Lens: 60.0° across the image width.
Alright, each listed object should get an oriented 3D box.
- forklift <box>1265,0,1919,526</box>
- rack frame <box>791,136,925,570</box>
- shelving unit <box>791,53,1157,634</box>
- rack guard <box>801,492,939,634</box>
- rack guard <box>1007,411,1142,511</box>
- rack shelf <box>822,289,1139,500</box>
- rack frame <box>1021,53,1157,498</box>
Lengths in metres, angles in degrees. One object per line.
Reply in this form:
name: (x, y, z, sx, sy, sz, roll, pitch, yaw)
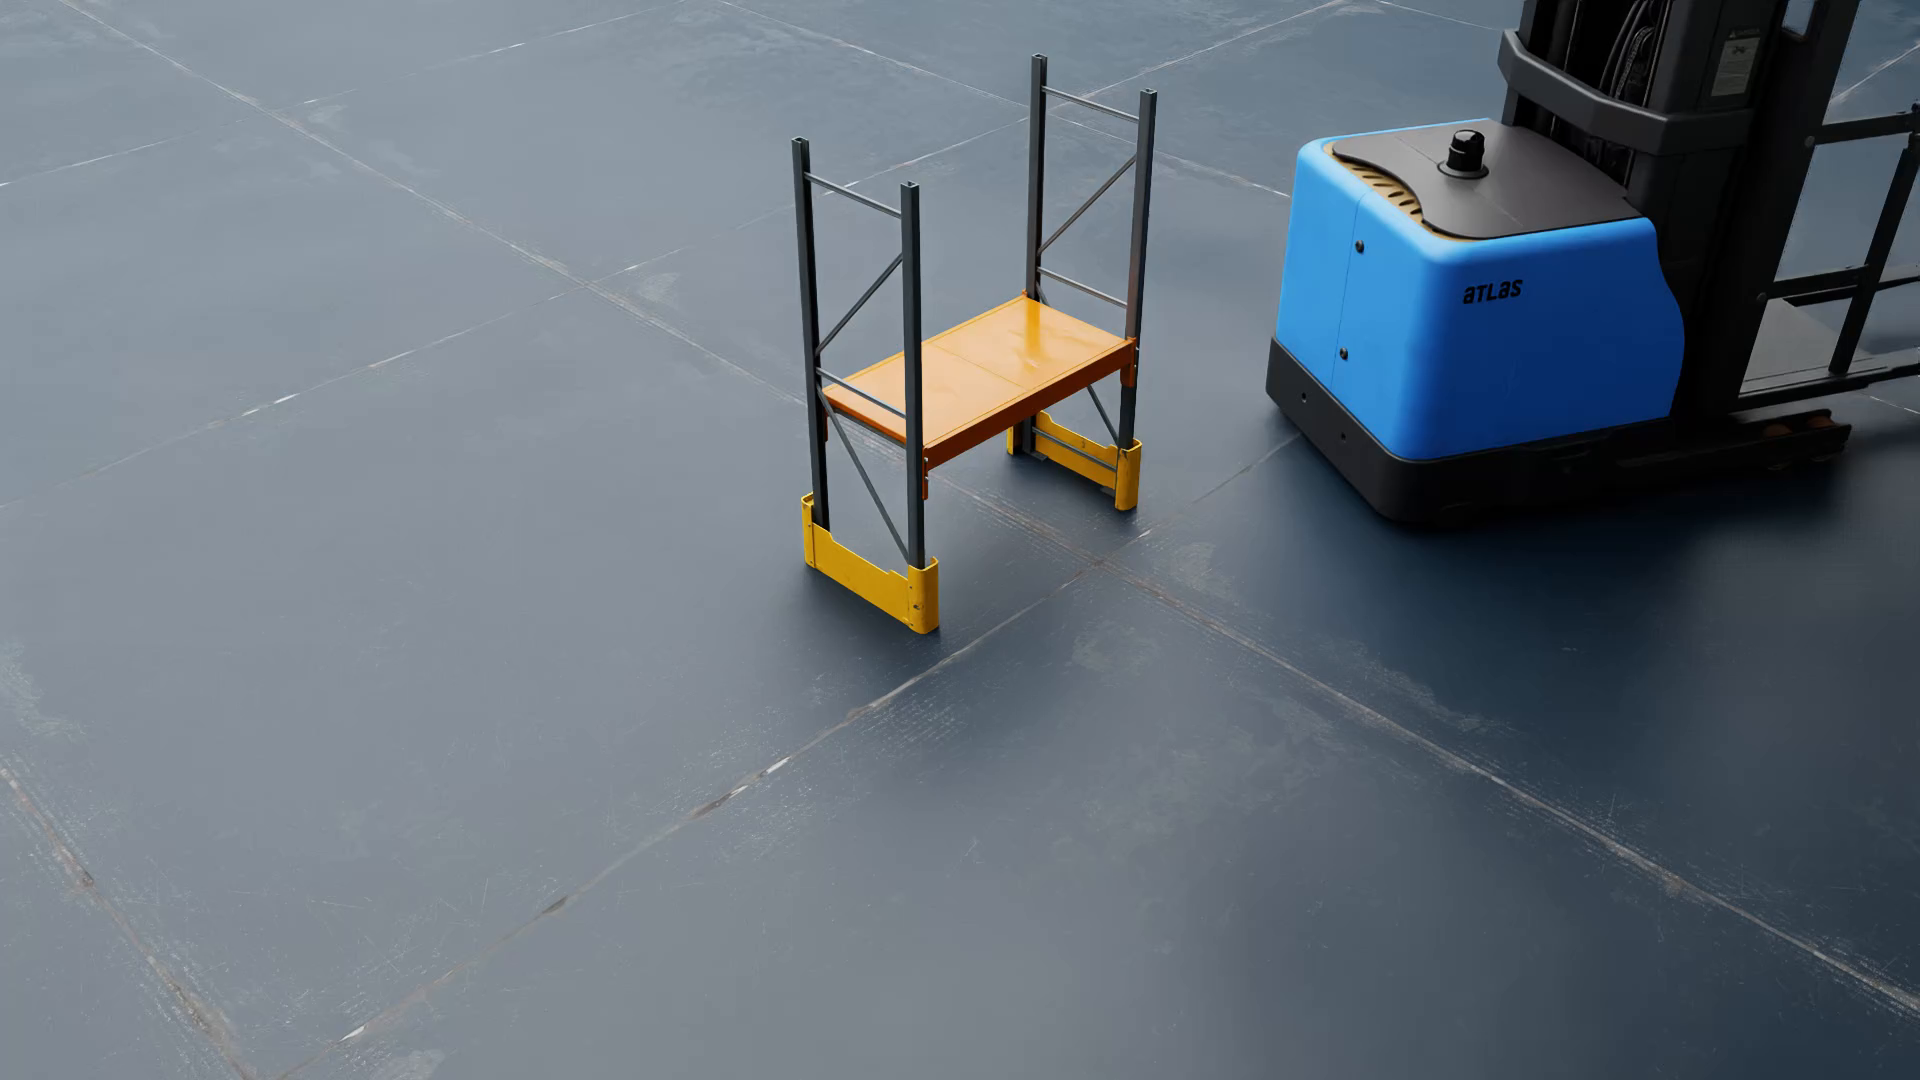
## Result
forklift: (2.760, -1.736, 5.677, 3.031, 2.935, 1.130, -10, 36, -14)
rack frame: (-0.298, -0.443, 5.075, 0.500, 1.500, 0.032, 30, 45, 35)
shelving unit: (0.054, -0.646, 5.365, 0.587, 1.500, 1.083, 30, 45, 35)
rack guard: (-0.297, 0.069, 5.433, 0.587, 0.250, 0.087, 30, 45, 35)
rack guard: (0.405, -0.336, 6.013, 0.587, 0.250, 0.087, 30, 45, 35)
rack shelf: (0.060, -0.502, 5.474, 0.538, 0.185, 1.000, 30, 45, 35)
rack frame: (0.418, -0.856, 5.667, 0.500, 1.500, 0.032, 30, 45, 35)
